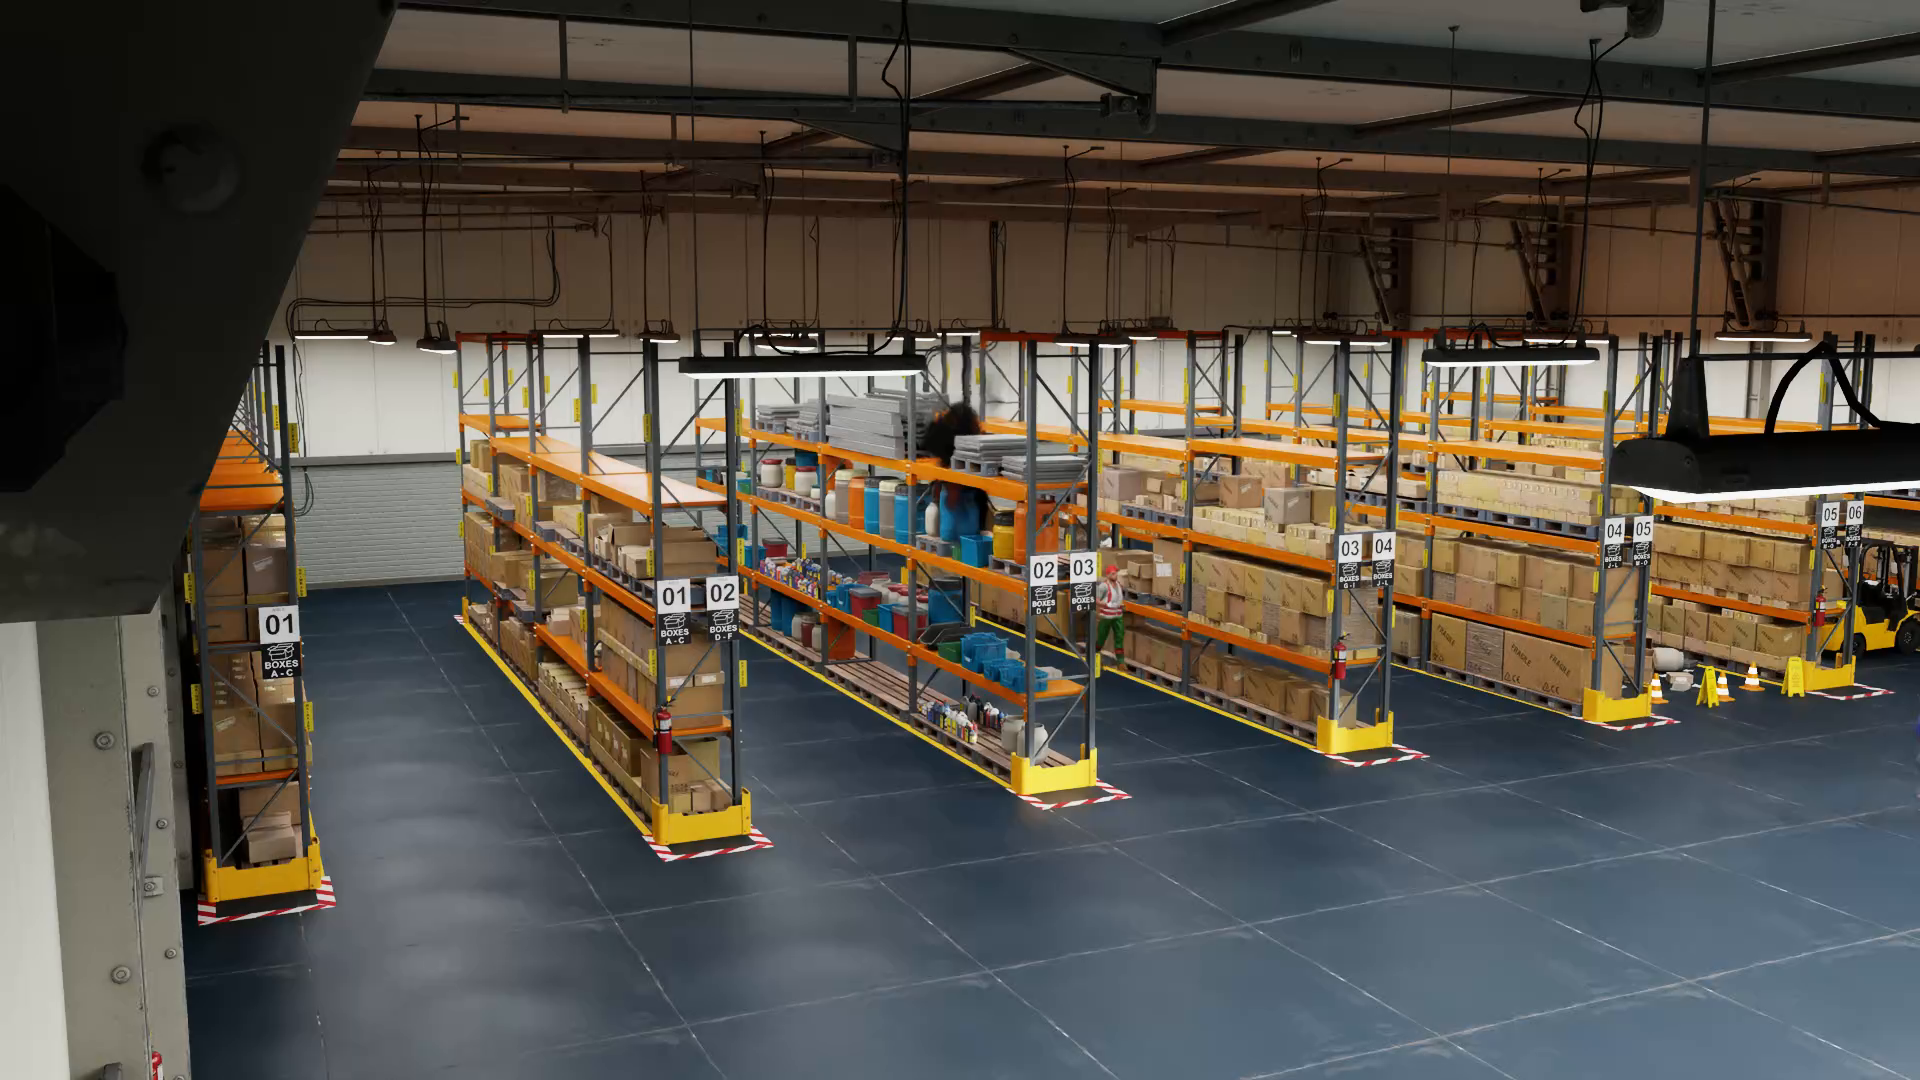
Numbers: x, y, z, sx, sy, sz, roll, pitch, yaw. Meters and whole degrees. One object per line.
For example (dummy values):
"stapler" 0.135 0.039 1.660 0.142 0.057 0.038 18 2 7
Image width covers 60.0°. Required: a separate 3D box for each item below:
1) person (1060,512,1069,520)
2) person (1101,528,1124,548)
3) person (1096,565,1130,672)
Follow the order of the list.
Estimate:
"person" 2.554 -0.058 41.077 0.543 1.792 0.709 -4 9 -30
"person" 3.414 0.527 37.230 0.608 1.638 0.646 -3 8 -19
"person" 2.586 1.334 28.283 0.661 1.823 0.943 -5 9 -31
